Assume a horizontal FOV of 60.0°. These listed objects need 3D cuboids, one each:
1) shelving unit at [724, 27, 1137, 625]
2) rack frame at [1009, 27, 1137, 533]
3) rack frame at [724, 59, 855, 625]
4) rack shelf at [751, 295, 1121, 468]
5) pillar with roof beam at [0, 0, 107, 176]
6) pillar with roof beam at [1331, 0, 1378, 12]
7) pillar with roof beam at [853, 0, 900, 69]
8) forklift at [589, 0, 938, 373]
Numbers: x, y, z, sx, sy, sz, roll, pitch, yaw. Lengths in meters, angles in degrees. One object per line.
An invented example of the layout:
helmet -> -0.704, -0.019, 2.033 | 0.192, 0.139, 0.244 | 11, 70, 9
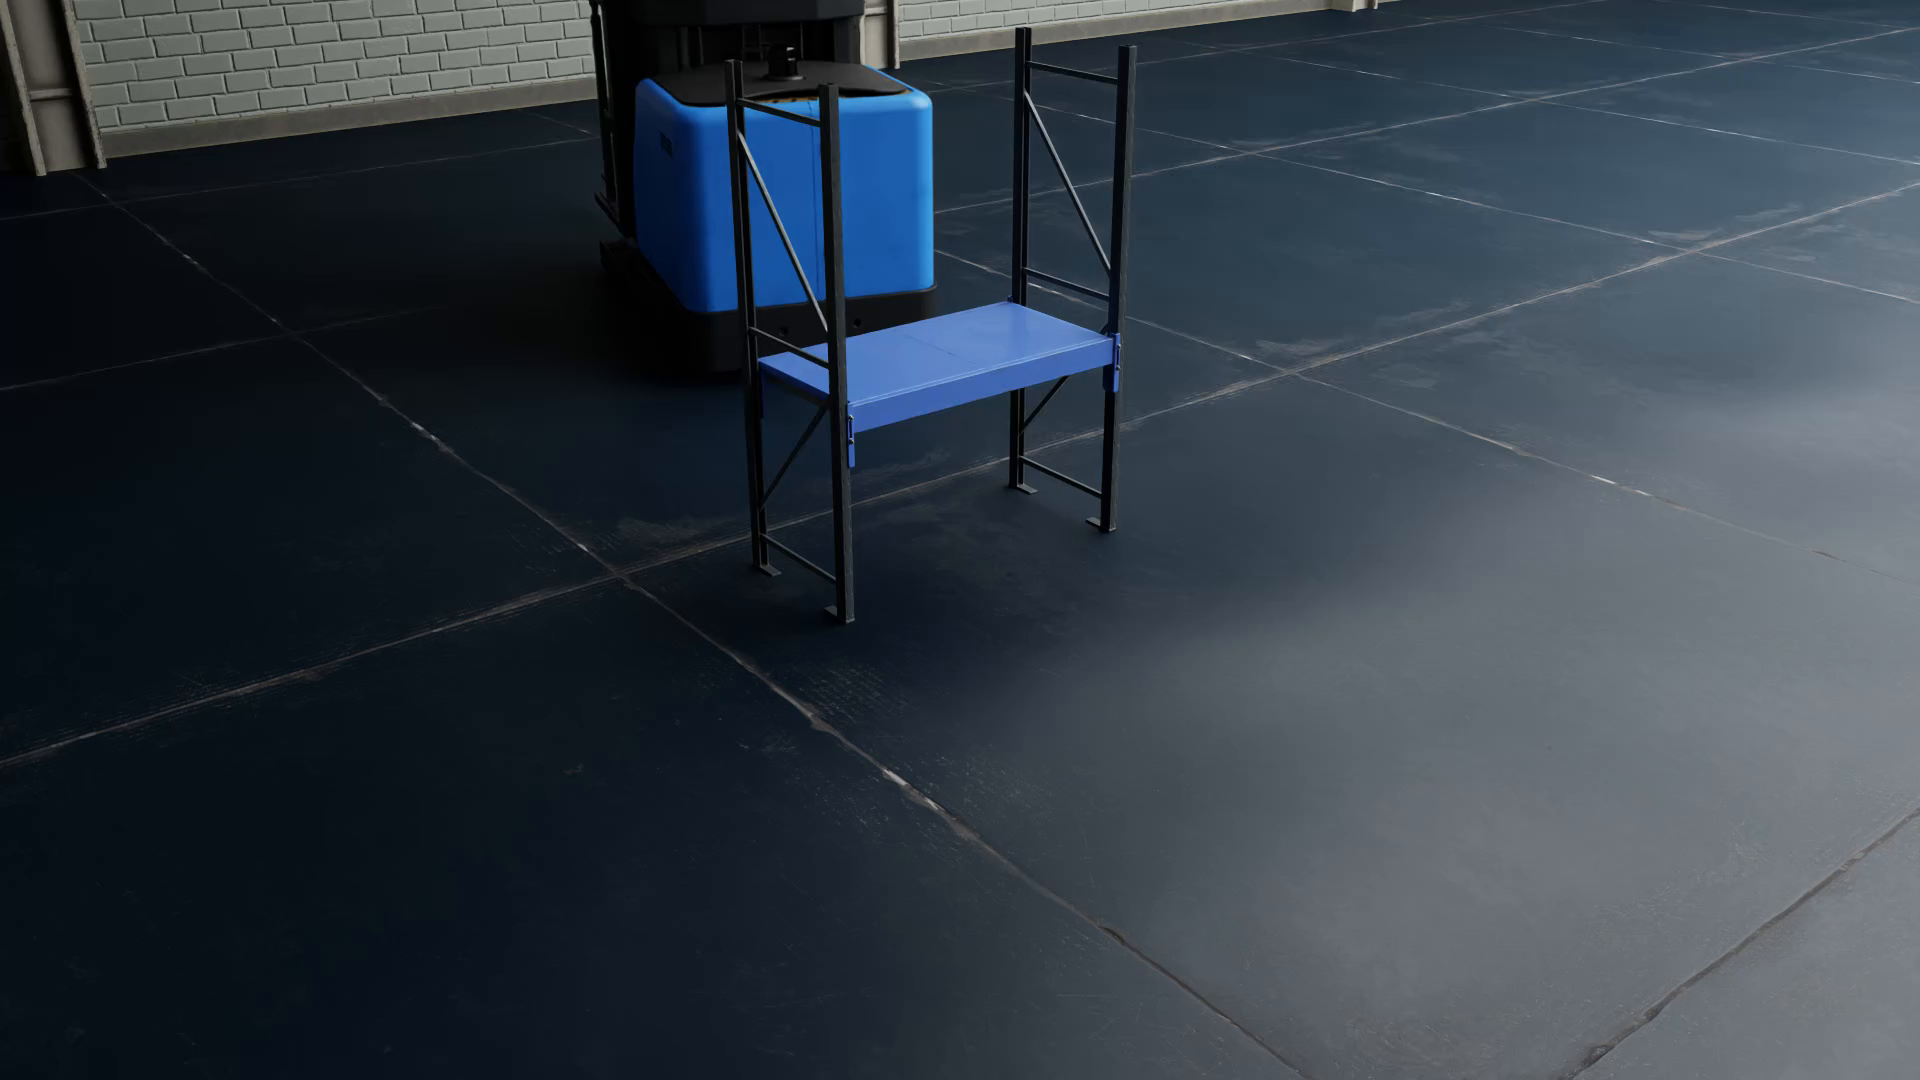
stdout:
shelving unit -> -0.067, -0.658, 4.887 | 1.048, 1.500, 0.538 | -18, 31, -34
rack frame -> 0.333, -0.790, 5.171 | 0.032, 1.500, 0.500 | -18, 31, -34
rack frame -> -0.467, -0.526, 4.602 | 0.032, 1.500, 0.500 | -18, 31, -34
rack shelf -> -0.067, -0.495, 4.962 | 1.000, 0.185, 0.538 | -18, 31, -34
pillar with roof beam -> -2.800, -4.930, 5.184 | 0.400, 9.000, 9.100 | -18, 31, -34
pillar with roof beam -> 6.643, -8.048, 11.901 | 0.400, 9.000, 9.100 | -18, 31, -34
pillar with roof beam -> 1.921, -6.489, 8.542 | 0.400, 9.000, 9.100 | -18, 31, -34
forklift -> -1.087, -2.577, 7.320 | 1.130, 2.935, 3.031 | -9, 26, -19
